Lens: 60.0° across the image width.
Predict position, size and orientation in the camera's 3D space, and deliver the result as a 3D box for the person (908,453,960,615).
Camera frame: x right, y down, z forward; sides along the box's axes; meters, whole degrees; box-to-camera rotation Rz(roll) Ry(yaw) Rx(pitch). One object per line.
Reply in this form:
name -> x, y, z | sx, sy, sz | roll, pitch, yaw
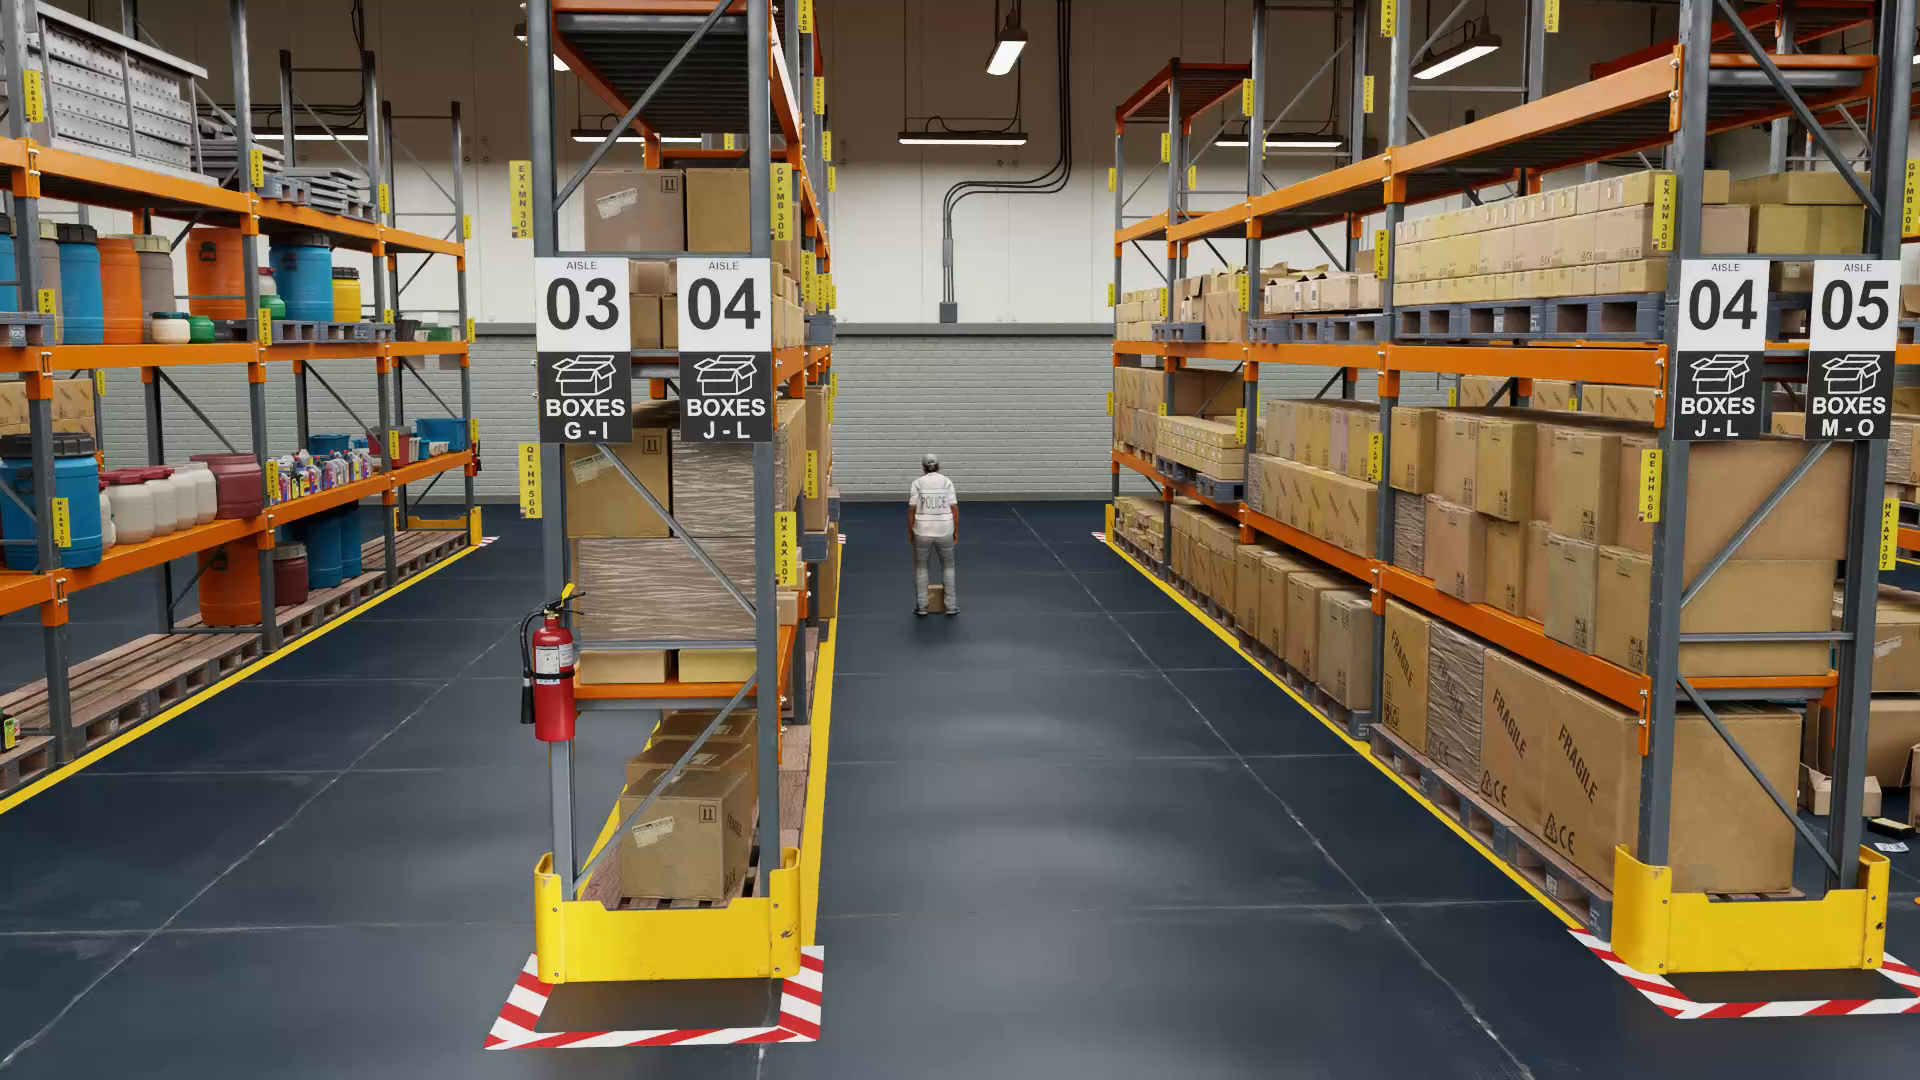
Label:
person -> -0.268, -0.060, 17.217 | 0.545, 1.666, 0.471 | -1, 7, -4
